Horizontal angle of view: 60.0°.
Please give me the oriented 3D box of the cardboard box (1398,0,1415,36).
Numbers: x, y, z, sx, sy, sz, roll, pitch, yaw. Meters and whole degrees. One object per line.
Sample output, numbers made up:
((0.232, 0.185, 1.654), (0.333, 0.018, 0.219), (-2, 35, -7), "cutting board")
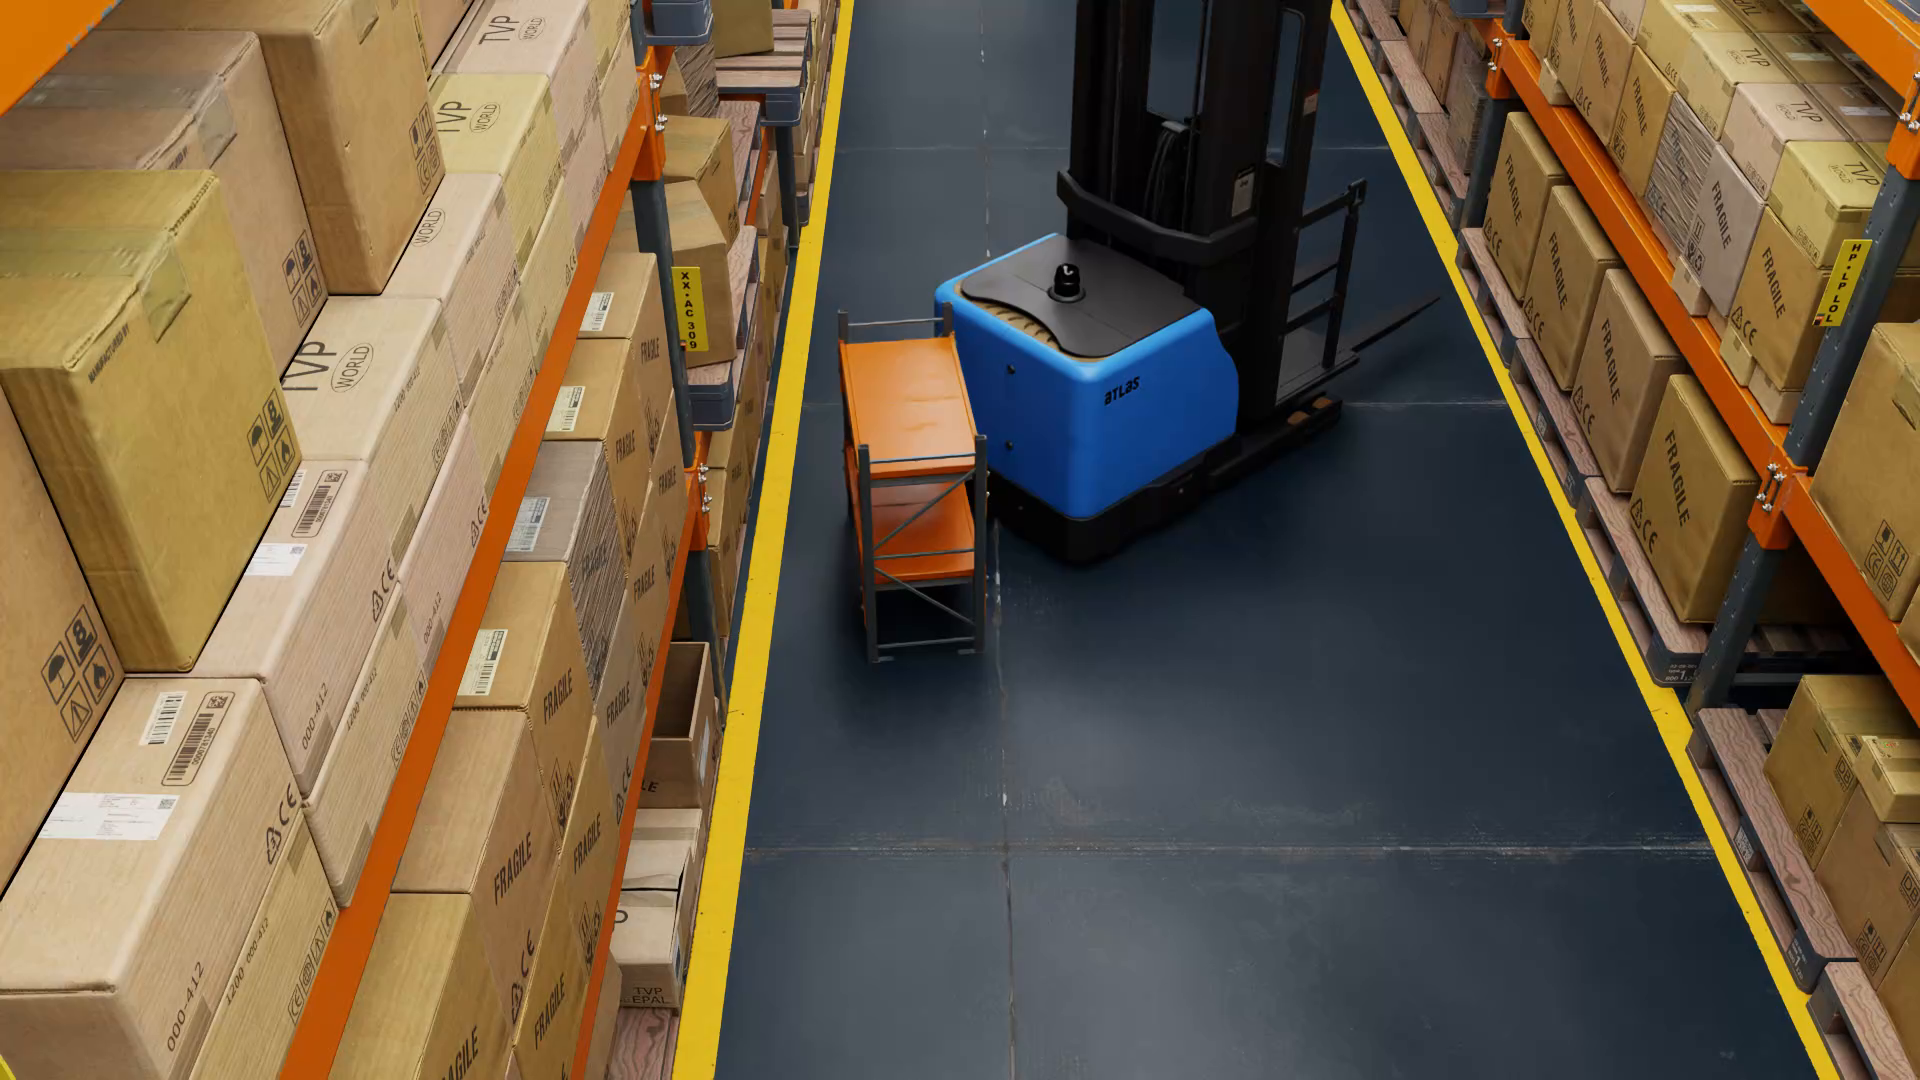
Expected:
((3.553, -3.858, 11.813), (0.700, 0.500, 0.500), (-1, 39, -1), "cardboard box")

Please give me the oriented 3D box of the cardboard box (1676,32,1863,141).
((3.246, -1.829, 6.700), (0.500, 0.250, 0.500), (1, 39, 1), "cardboard box")

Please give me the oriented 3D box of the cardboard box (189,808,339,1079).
((-1.201, 0.631, 2.285), (0.500, 0.250, 0.500), (0, 39, 0), "cardboard box")

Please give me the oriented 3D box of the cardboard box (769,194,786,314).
((-1.228, -1.549, 8.932), (0.500, 0.500, 0.500), (1, 39, 2), "cardboard box")

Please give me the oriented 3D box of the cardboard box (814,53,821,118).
((-1.179, -2.996, 10.953), (0.500, 0.250, 0.500), (-1, 39, -1), "cardboard box")

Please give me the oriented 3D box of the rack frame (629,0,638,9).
((-1.459, -2.778, 4.020), (1.000, 3.000, 0.127), (0, 39, 0), "rack frame")

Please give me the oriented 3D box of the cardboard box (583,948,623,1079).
((-1.452, 1.541, 5.073), (0.797, 0.503, 0.637), (0, 39, 0), "cardboard box")

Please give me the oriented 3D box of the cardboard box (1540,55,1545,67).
((3.250, -2.490, 8.643), (0.380, 0.149, 0.250), (0, 39, 1), "cardboard box")

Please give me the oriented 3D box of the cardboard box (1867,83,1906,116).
((3.747, -1.513, 6.306), (0.500, 0.250, 0.500), (0, 39, 0), "cardboard box")

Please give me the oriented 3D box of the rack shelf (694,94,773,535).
((-1.462, -1.406, 7.682), (1.077, 0.370, 4.000), (0, 39, 0), "rack shelf")

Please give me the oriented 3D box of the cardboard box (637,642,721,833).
((-1.175, 0.723, 6.096), (0.500, 0.500, 0.500), (0, 39, 0), "cardboard box")

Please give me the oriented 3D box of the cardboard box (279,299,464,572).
((-1.196, -0.189, 2.909), (0.500, 0.250, 0.500), (0, 39, 0), "cardboard box")

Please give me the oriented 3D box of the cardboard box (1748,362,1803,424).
((3.211, -0.563, 6.239), (0.380, 0.149, 0.250), (0, 39, 0), "cardboard box")

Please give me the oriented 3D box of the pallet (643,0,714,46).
((-1.390, -1.942, 5.526), (1.213, 0.211, 1.003), (0, 39, 0), "pallet")

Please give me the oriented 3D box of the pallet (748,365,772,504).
((-1.502, -0.622, 8.357), (1.003, 0.211, 1.213), (0, 39, 0), "pallet")

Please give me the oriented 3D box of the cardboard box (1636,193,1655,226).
((3.264, -1.524, 7.438), (0.380, 0.149, 0.250), (1, 39, 1), "cardboard box")

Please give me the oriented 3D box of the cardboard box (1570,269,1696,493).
((3.360, -0.730, 7.645), (0.750, 0.750, 0.750), (1, 39, 1), "cardboard box")

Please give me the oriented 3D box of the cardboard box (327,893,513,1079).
((-1.200, 1.031, 3.185), (0.500, 0.500, 0.500), (0, 39, 0), "cardboard box")

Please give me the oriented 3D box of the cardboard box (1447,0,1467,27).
((3.493, -3.561, 10.842), (0.500, 0.250, 0.500), (0, 39, 0), "cardboard box")

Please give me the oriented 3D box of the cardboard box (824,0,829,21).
((-1.176, -3.859, 11.581), (0.500, 0.311, 0.500), (0, 39, 0), "cardboard box")

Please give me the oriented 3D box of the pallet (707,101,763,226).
((-1.457, -1.647, 7.560), (1.003, 0.211, 1.213), (0, 39, 0), "pallet")

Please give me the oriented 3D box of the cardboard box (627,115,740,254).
((-1.300, -1.366, 6.640), (0.700, 0.500, 0.500), (6, 39, 7), "cardboard box")

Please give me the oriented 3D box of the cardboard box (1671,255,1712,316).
((3.173, -1.048, 6.844), (0.380, 0.149, 0.250), (0, 39, 0), "cardboard box")

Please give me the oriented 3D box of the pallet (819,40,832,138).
((-1.424, -3.126, 11.481), (1.003, 0.211, 1.213), (0, 39, 0), "pallet")

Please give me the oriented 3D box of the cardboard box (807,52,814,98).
((-1.180, -2.904, 10.389), (0.500, 0.311, 0.500), (-1, 39, -1), "cardboard box")

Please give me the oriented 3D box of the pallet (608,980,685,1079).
((-1.455, 1.846, 5.278), (1.003, 0.211, 1.213), (0, 39, 0), "pallet")

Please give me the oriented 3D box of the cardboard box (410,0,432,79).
((-1.555, -1.107, 3.454), (0.700, 0.500, 0.500), (0, 39, 0), "cardboard box")

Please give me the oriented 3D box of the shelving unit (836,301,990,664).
((-0.213, -0.256, 7.170), (0.538, 1.125, 1.048), (-5, 39, -6), "shelving unit")

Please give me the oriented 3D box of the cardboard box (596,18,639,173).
((-1.193, -1.245, 4.626), (0.500, 0.250, 0.500), (0, 39, 0), "cardboard box")

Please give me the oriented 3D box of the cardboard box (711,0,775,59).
((-1.351, -2.747, 8.363), (0.700, 0.500, 0.500), (-12, 40, -15), "cardboard box")

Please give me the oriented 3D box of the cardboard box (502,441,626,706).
((-1.196, 0.086, 4.365), (0.500, 0.500, 0.500), (0, 39, 0), "cardboard box")

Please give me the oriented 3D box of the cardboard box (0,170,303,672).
((-1.388, -0.169, 2.284), (0.700, 0.500, 0.500), (0, 39, 0), "cardboard box")

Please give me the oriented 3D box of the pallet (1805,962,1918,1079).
((3.421, 1.886, 5.228), (1.003, 0.211, 1.213), (0, 39, 0), "pallet")

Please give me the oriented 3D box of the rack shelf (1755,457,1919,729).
((3.497, 1.089, 4.568), (1.077, 0.370, 4.000), (0, 39, 0), "rack shelf")

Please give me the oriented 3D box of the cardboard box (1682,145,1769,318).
((3.231, -1.213, 6.531), (0.500, 0.500, 0.500), (0, 39, 0), "cardboard box")

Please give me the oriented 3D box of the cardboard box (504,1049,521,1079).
((-1.198, 1.426, 3.492), (0.500, 0.500, 0.500), (0, 39, 0), "cardboard box")

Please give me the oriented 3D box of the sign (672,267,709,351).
((-0.917, -0.780, 5.632), (0.100, 0.325, 0.005), (0, 39, 0), "sign")

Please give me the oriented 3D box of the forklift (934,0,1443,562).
((1.296, -1.840, 7.702), (3.031, 2.935, 1.130), (-30, 47, -32), "forklift")

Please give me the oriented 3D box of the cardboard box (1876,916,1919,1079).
((3.388, 1.472, 5.178), (0.700, 0.500, 0.500), (1, 39, 1), "cardboard box")

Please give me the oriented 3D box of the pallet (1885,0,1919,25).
((3.444, -2.112, 5.741), (0.805, 0.209, 1.217), (-1, 39, -2), "pallet")

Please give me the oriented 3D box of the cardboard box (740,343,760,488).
((-1.221, -0.581, 7.724), (0.500, 0.500, 0.500), (0, 39, 0), "cardboard box")

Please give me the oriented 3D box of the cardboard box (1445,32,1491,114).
((3.552, -2.912, 10.633), (0.700, 0.500, 0.500), (0, 39, 0), "cardboard box")

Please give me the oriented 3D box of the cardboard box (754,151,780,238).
((-1.224, -1.807, 8.653), (0.500, 0.250, 0.500), (1, 39, 2), "cardboard box")

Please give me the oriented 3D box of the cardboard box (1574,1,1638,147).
((3.225, -2.165, 7.719), (0.500, 0.500, 0.500), (0, 39, 0), "cardboard box")

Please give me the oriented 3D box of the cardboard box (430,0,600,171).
((-1.190, -1.127, 4.079), (0.500, 0.250, 0.500), (0, 39, 0), "cardboard box")

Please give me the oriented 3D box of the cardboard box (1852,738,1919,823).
((3.211, 0.798, 5.500), (0.380, 0.149, 0.250), (1, 39, 1), "cardboard box")

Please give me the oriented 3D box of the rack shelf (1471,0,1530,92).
((3.487, -3.914, 10.810), (1.077, 0.370, 4.000), (0, 39, 0), "rack shelf")

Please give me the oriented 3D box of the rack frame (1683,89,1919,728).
((3.494, -0.442, 5.903), (1.000, 3.000, 0.127), (0, 39, 0), "rack frame")

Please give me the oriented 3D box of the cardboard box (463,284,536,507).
((-1.198, -0.307, 3.455), (0.500, 0.250, 0.500), (0, 39, 0), "cardboard box")

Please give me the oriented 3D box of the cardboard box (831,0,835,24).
((-1.179, -3.955, 12.149), (0.500, 0.250, 0.500), (-1, 39, -1), "cardboard box")

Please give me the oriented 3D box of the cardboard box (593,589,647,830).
((-1.197, 0.481, 4.672), (0.500, 0.500, 0.500), (1, 39, 1), "cardboard box")

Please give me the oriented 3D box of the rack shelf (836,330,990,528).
((-0.213, -0.484, 6.987), (0.538, 0.278, 1.000), (-5, 39, -6), "rack shelf")
